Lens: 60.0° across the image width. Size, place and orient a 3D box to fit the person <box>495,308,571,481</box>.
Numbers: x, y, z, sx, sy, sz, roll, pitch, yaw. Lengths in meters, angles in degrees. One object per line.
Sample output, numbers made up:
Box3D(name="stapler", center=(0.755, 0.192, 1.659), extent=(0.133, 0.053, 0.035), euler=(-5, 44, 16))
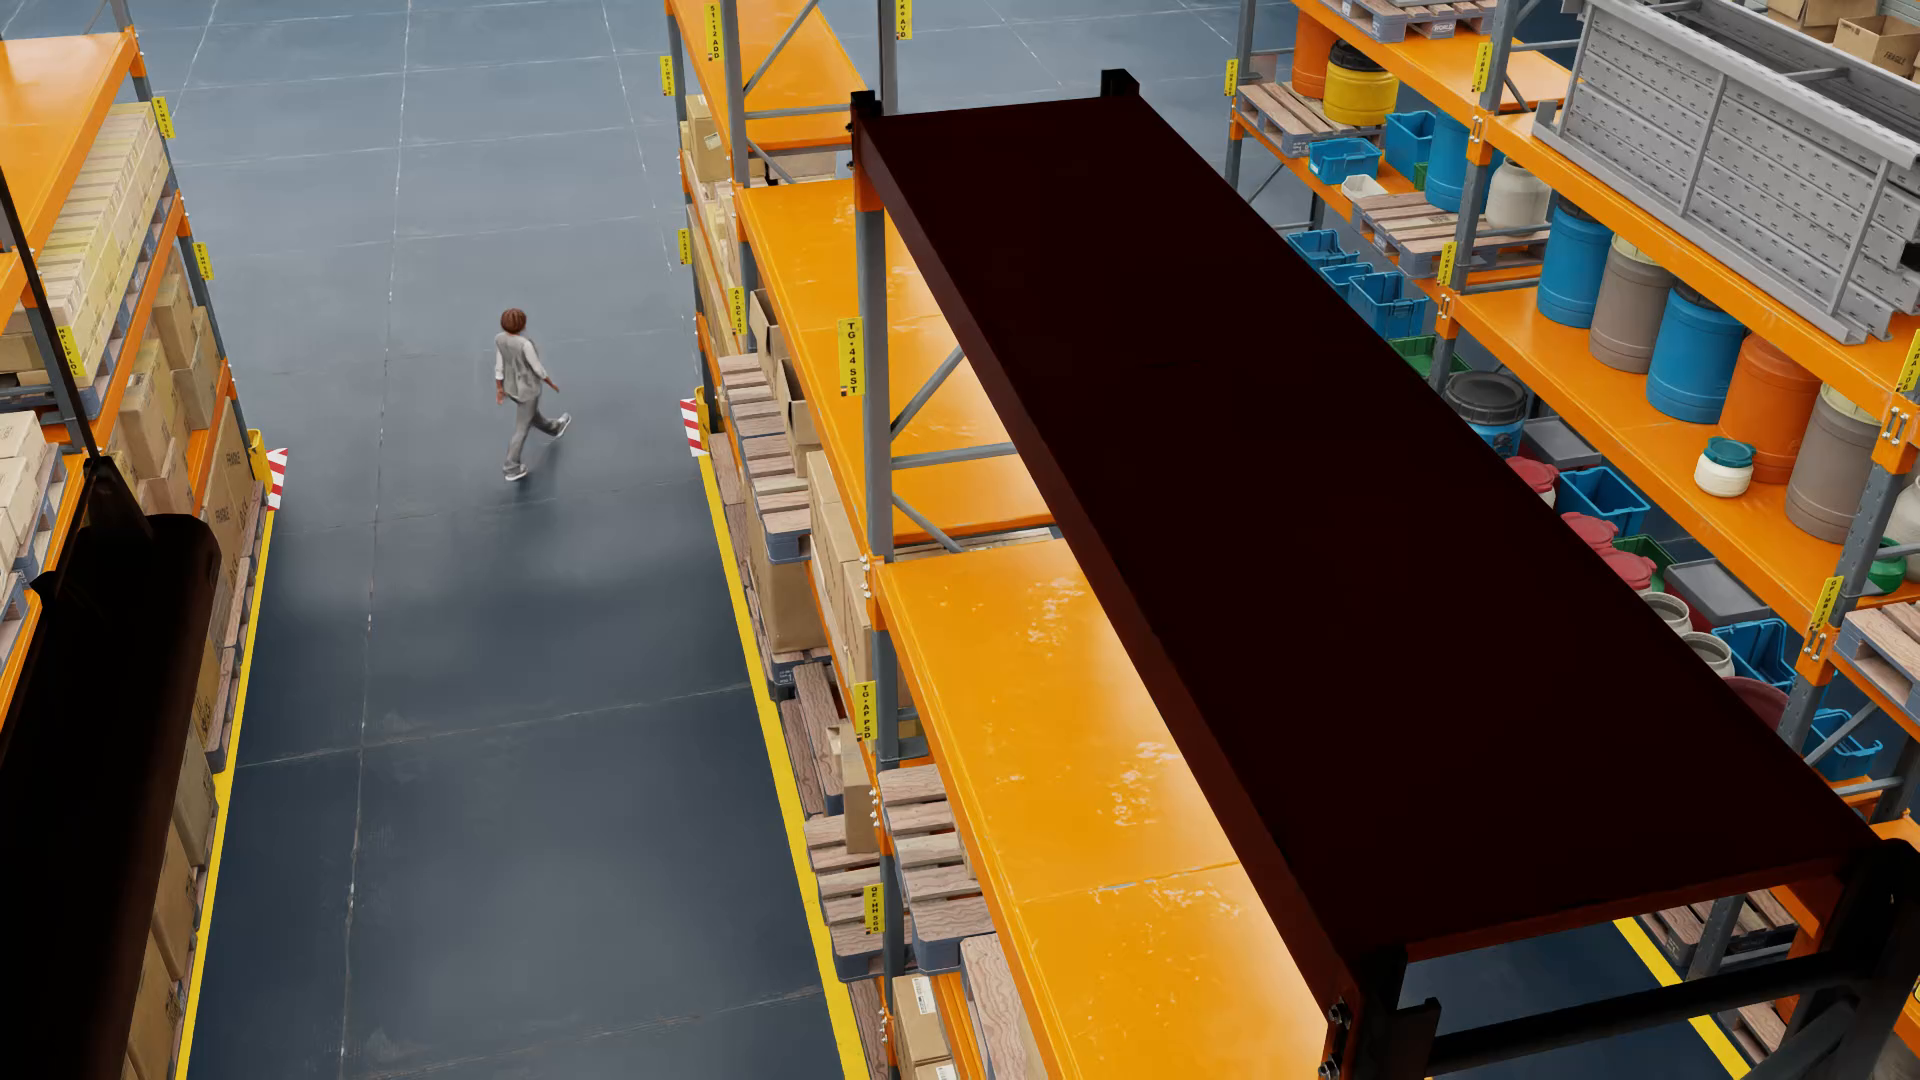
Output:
Box3D(name="person", center=(-3.778, -1.375, 14.703), extent=(0.454, 1.544, 0.993), euler=(23, 41, 30))
